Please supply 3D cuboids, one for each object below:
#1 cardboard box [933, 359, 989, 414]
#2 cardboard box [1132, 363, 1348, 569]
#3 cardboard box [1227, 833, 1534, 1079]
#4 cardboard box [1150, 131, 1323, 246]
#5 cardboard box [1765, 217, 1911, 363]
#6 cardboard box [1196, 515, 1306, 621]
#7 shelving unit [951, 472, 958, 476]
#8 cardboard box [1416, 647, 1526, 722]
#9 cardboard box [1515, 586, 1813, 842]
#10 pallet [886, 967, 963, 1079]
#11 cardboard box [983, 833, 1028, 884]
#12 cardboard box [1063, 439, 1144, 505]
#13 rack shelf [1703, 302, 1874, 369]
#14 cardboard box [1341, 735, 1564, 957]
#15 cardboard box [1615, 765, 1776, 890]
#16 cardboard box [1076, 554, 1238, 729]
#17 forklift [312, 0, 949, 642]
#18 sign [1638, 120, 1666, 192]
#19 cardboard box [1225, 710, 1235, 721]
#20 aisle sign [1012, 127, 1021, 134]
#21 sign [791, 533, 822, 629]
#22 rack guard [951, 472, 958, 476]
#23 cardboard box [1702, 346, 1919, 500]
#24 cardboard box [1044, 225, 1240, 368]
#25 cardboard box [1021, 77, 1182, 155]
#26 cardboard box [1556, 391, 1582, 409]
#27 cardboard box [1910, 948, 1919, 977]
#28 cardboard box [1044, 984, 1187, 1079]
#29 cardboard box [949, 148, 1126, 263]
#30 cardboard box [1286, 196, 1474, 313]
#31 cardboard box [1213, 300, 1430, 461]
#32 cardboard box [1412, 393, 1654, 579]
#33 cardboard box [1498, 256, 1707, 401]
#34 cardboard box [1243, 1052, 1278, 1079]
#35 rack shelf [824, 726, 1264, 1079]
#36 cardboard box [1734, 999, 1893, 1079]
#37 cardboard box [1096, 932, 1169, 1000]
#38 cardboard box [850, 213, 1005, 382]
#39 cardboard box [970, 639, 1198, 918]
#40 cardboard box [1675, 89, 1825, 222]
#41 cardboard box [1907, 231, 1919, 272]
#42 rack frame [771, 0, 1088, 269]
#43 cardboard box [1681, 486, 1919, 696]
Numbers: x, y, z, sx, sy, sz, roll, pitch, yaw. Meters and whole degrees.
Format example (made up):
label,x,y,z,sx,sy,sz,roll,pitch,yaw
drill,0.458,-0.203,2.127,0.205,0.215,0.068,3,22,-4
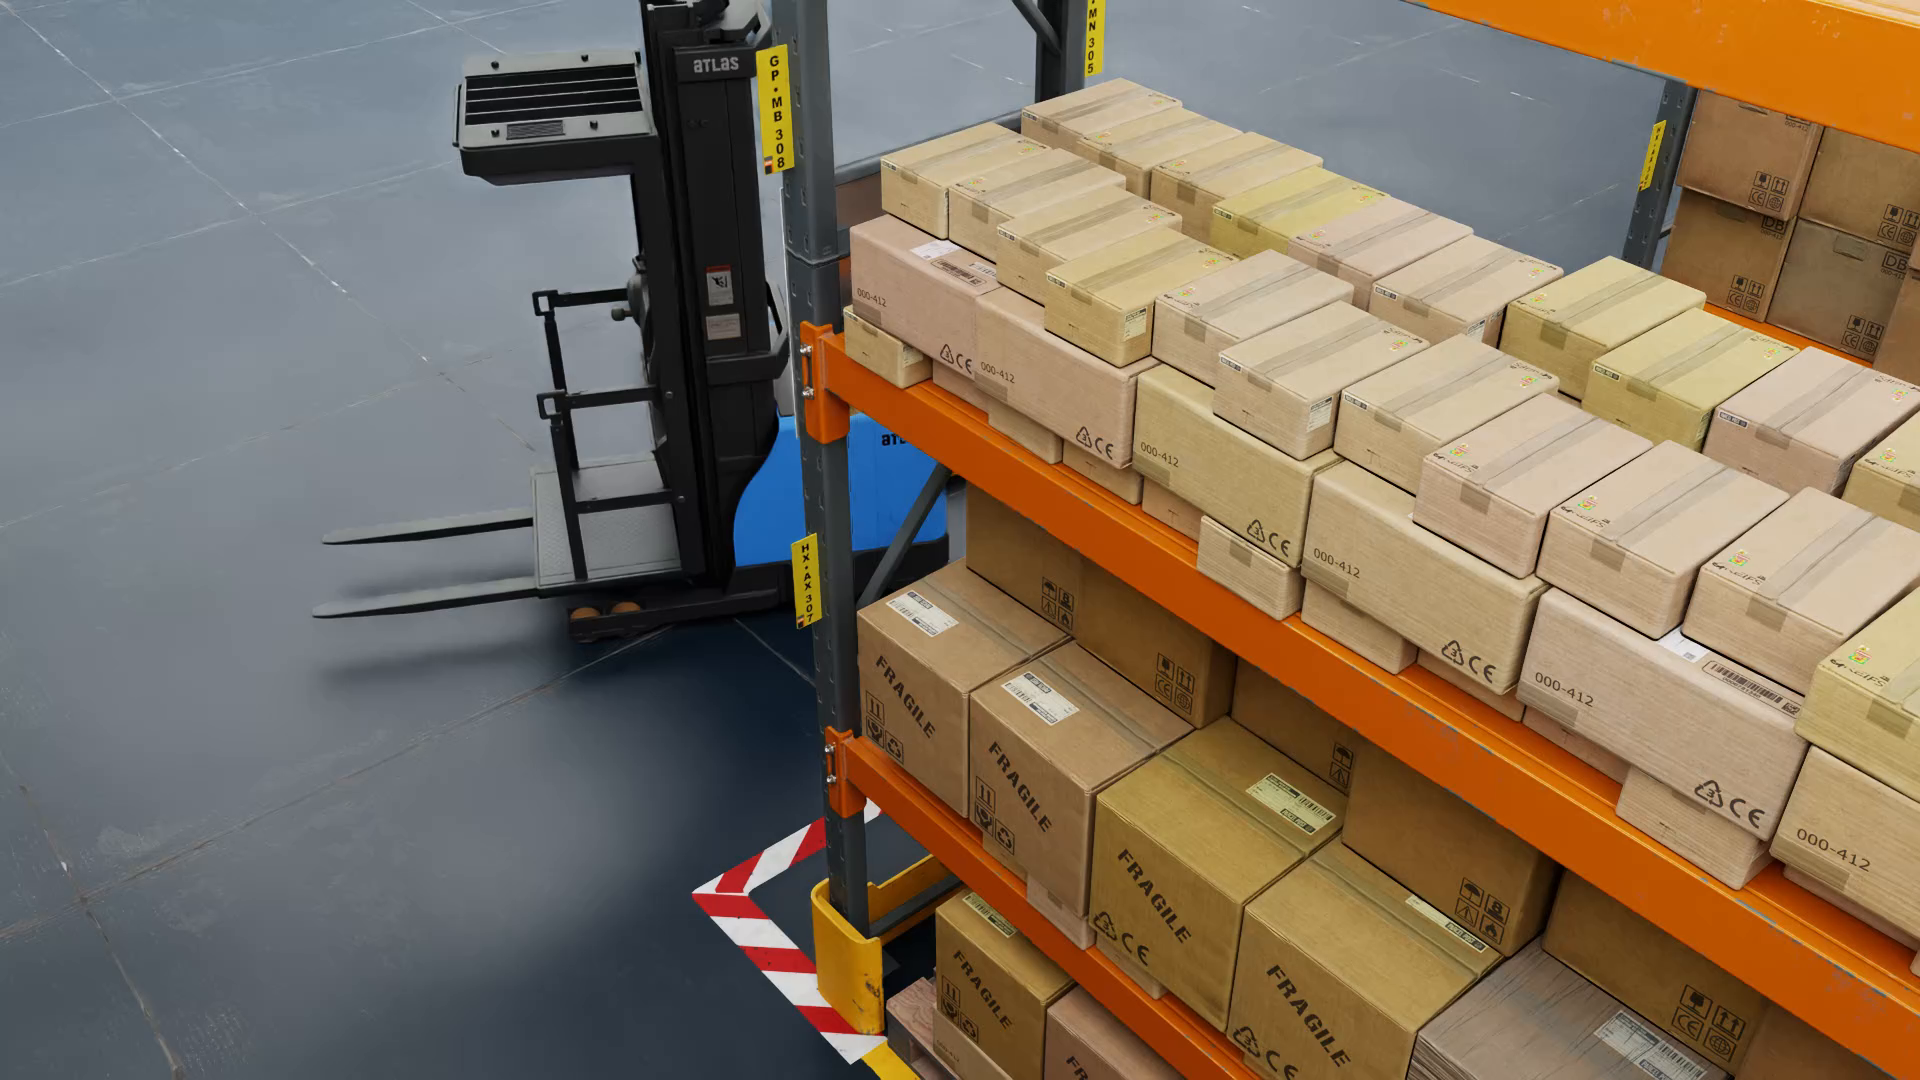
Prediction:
label,x,y,z,sx,sy,sz,roll,pitch,yaw
cardboard box,0.149,-0.493,4.374,0.380,0.149,0.250,-28,44,-33
cardboard box,0.736,-0.239,3.671,0.500,0.250,0.500,-25,42,-31
cardboard box,1.040,1.103,4.155,0.500,0.500,0.500,-27,43,-33
cardboard box,0.705,-0.895,4.252,0.380,0.149,0.250,-27,43,-32
cardboard box,4.307,-1.292,7.750,0.875,0.550,0.550,-26,43,-32
cardboard box,0.748,-0.006,3.687,0.380,0.149,0.250,-25,43,-31
shelving unit,0.214,-0.691,8.329,0.587,1.500,1.083,-12,37,-16
cardboard box,1.165,0.180,3.424,0.380,0.149,0.250,-26,43,-32
cardboard box,1.391,0.213,3.033,0.500,0.250,0.500,-27,43,-32
pallet,0.491,1.822,5.896,1.003,0.211,1.213,-26,43,-32
cardboard box,0.289,0.862,5.056,0.380,0.149,0.250,-28,44,-33
cardboard box,0.472,-0.263,4.049,0.380,0.149,0.250,-26,43,-32
rack shelf,4.952,-0.436,7.293,1.077,0.370,4.000,-26,43,-32
cardboard box,1.386,0.538,4.088,0.700,0.500,0.500,-26,43,-32
cardboard box,1.437,0.438,3.060,0.380,0.149,0.250,-25,42,-31
cardboard box,0.762,0.079,4.736,0.700,0.500,0.500,-26,43,-31
forklift,-1.626,-1.042,7.587,3.031,2.935,1.130,-8,36,-11
sign,3.233,-1.793,7.771,0.100,0.325,0.005,-26,43,-32
cardboard box,0.825,0.476,5.040,0.500,0.500,0.500,-26,43,-32
aisle sign,0.127,-0.918,5.102,0.394,0.787,0.004,-26,43,-32
sign,-0.469,0.128,5.126,0.100,0.325,0.005,-26,43,-32
rack guard,0.041,-0.451,9.072,0.587,0.250,0.087,-12,37,-16
cardboard box,1.690,-0.218,3.295,0.380,0.149,0.250,-27,43,-32
cardboard box,0.413,-0.558,3.776,0.380,0.149,0.250,-26,43,-32
cardboard box,0.389,-1.129,4.582,0.380,0.149,0.250,-26,43,-31
cardboard box,1.471,-0.208,3.627,0.500,0.250,0.500,-26,43,-31
cardboard box,1.811,0.649,2.761,0.380,0.149,0.250,-26,43,-31
cardboard box,0.611,1.622,5.132,0.500,0.500,0.500,-28,44,-33
cardboard box,0.193,-0.830,4.160,0.380,0.149,0.250,-26,43,-32
cardboard box,0.981,-0.653,3.910,0.380,0.149,0.250,-26,43,-32
cardboard box,0.752,-0.338,3.466,0.380,0.149,0.250,-25,42,-31
cardboard box,1.082,-0.110,3.143,0.380,0.149,0.250,-25,43,-31
cardboard box,1.404,-0.465,3.644,0.380,0.149,0.250,-25,42,-31
cardboard box,0.974,1.315,4.417,0.380,0.149,0.250,-27,44,-33
rack shelf,1.236,1.455,4.623,1.077,0.370,4.000,-26,43,-32
cardboard box,2.095,0.966,3.483,0.700,0.500,0.500,-26,43,-32
cardboard box,0.610,1.093,4.730,0.380,0.149,0.250,-25,42,-31
cardboard box,0.066,-0.684,4.299,0.500,0.250,0.500,-27,43,-33
cardboard box,0.376,0.657,4.785,0.500,0.500,0.500,-25,42,-30
cardboard box,3.871,-1.936,7.725,0.875,0.550,0.550,-26,43,-32
cardboard box,4.554,-1.429,7.010,0.875,0.550,0.550,-26,43,-32
rack frame,-0.055,-2.170,3.928,1.000,3.000,0.127,-26,43,-32
cardboard box,1.471,0.085,2.868,0.380,0.149,0.250,-27,43,-33
